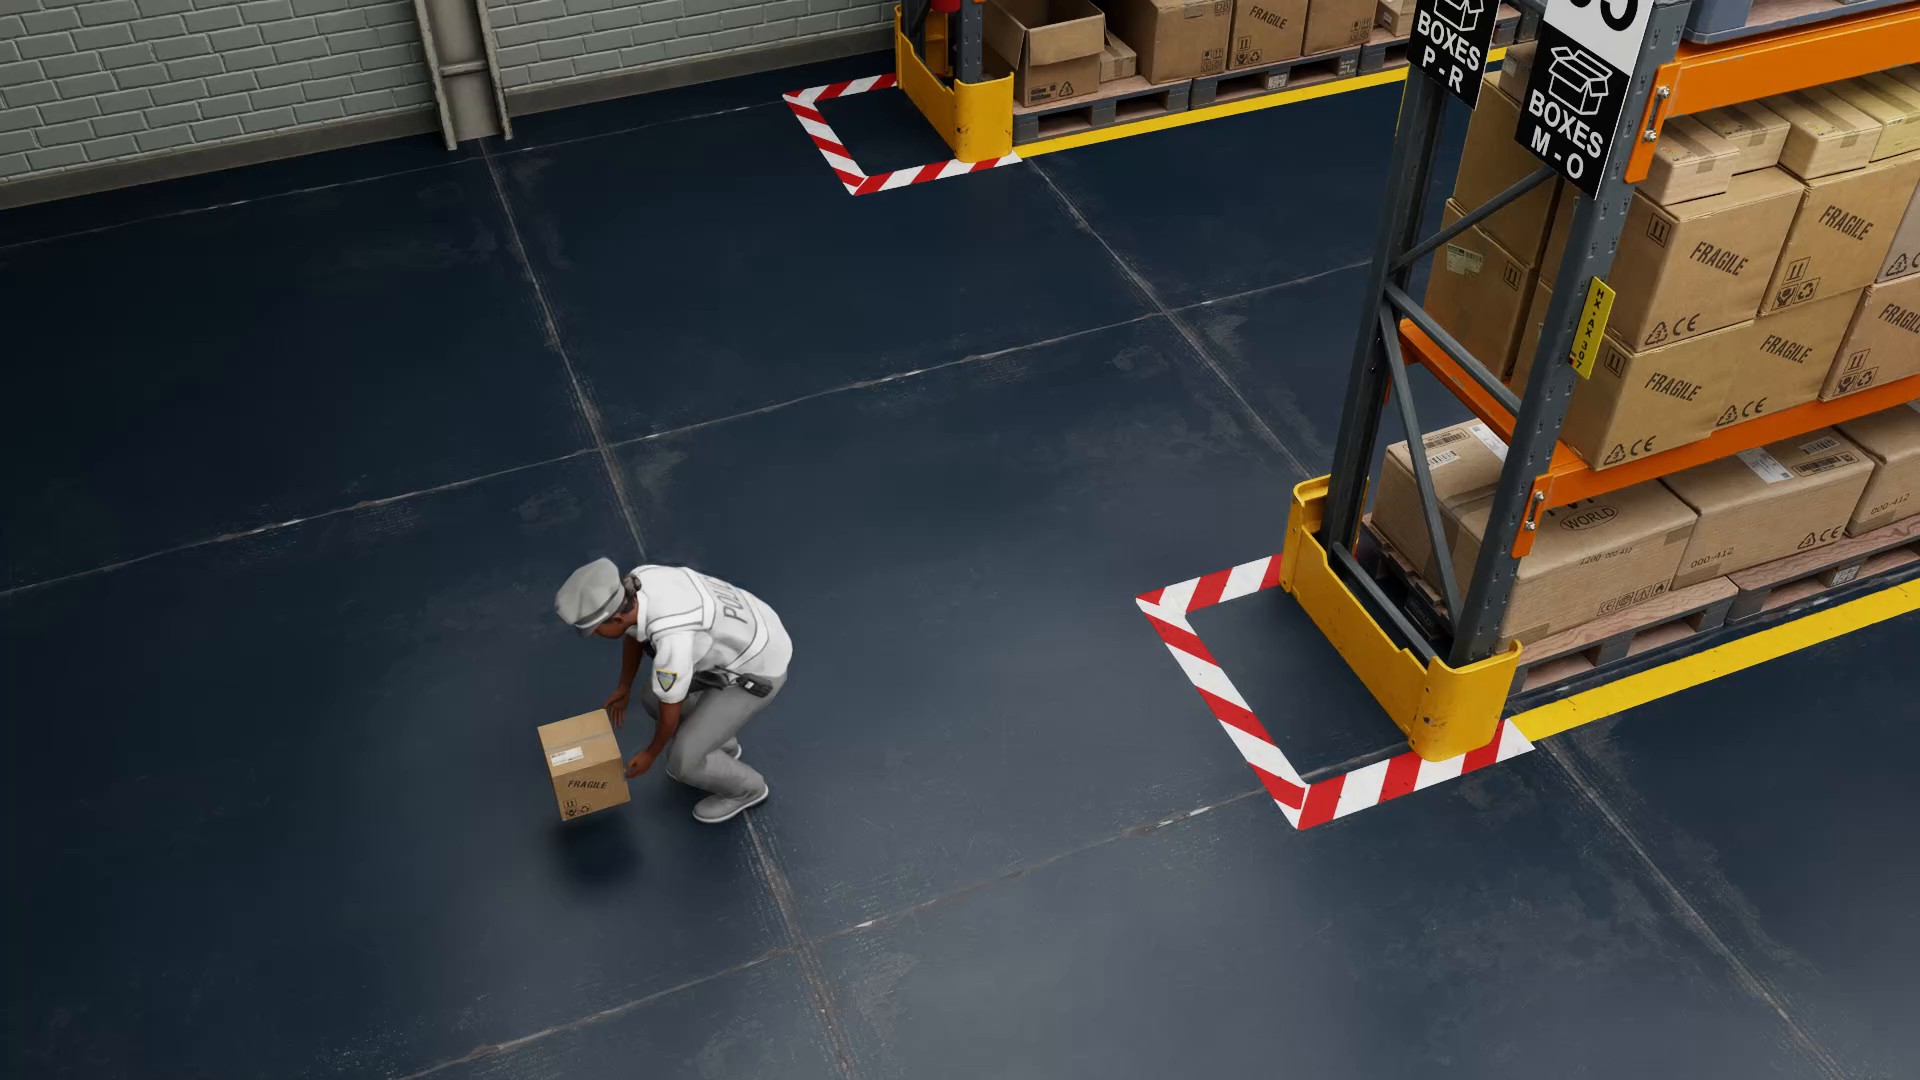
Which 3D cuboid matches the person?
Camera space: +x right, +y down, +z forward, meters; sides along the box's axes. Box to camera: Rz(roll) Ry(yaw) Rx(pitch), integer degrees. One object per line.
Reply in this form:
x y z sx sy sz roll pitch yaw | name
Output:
-0.970 0.514 5.904 0.777 1.249 0.496 -15 44 -16 | person
